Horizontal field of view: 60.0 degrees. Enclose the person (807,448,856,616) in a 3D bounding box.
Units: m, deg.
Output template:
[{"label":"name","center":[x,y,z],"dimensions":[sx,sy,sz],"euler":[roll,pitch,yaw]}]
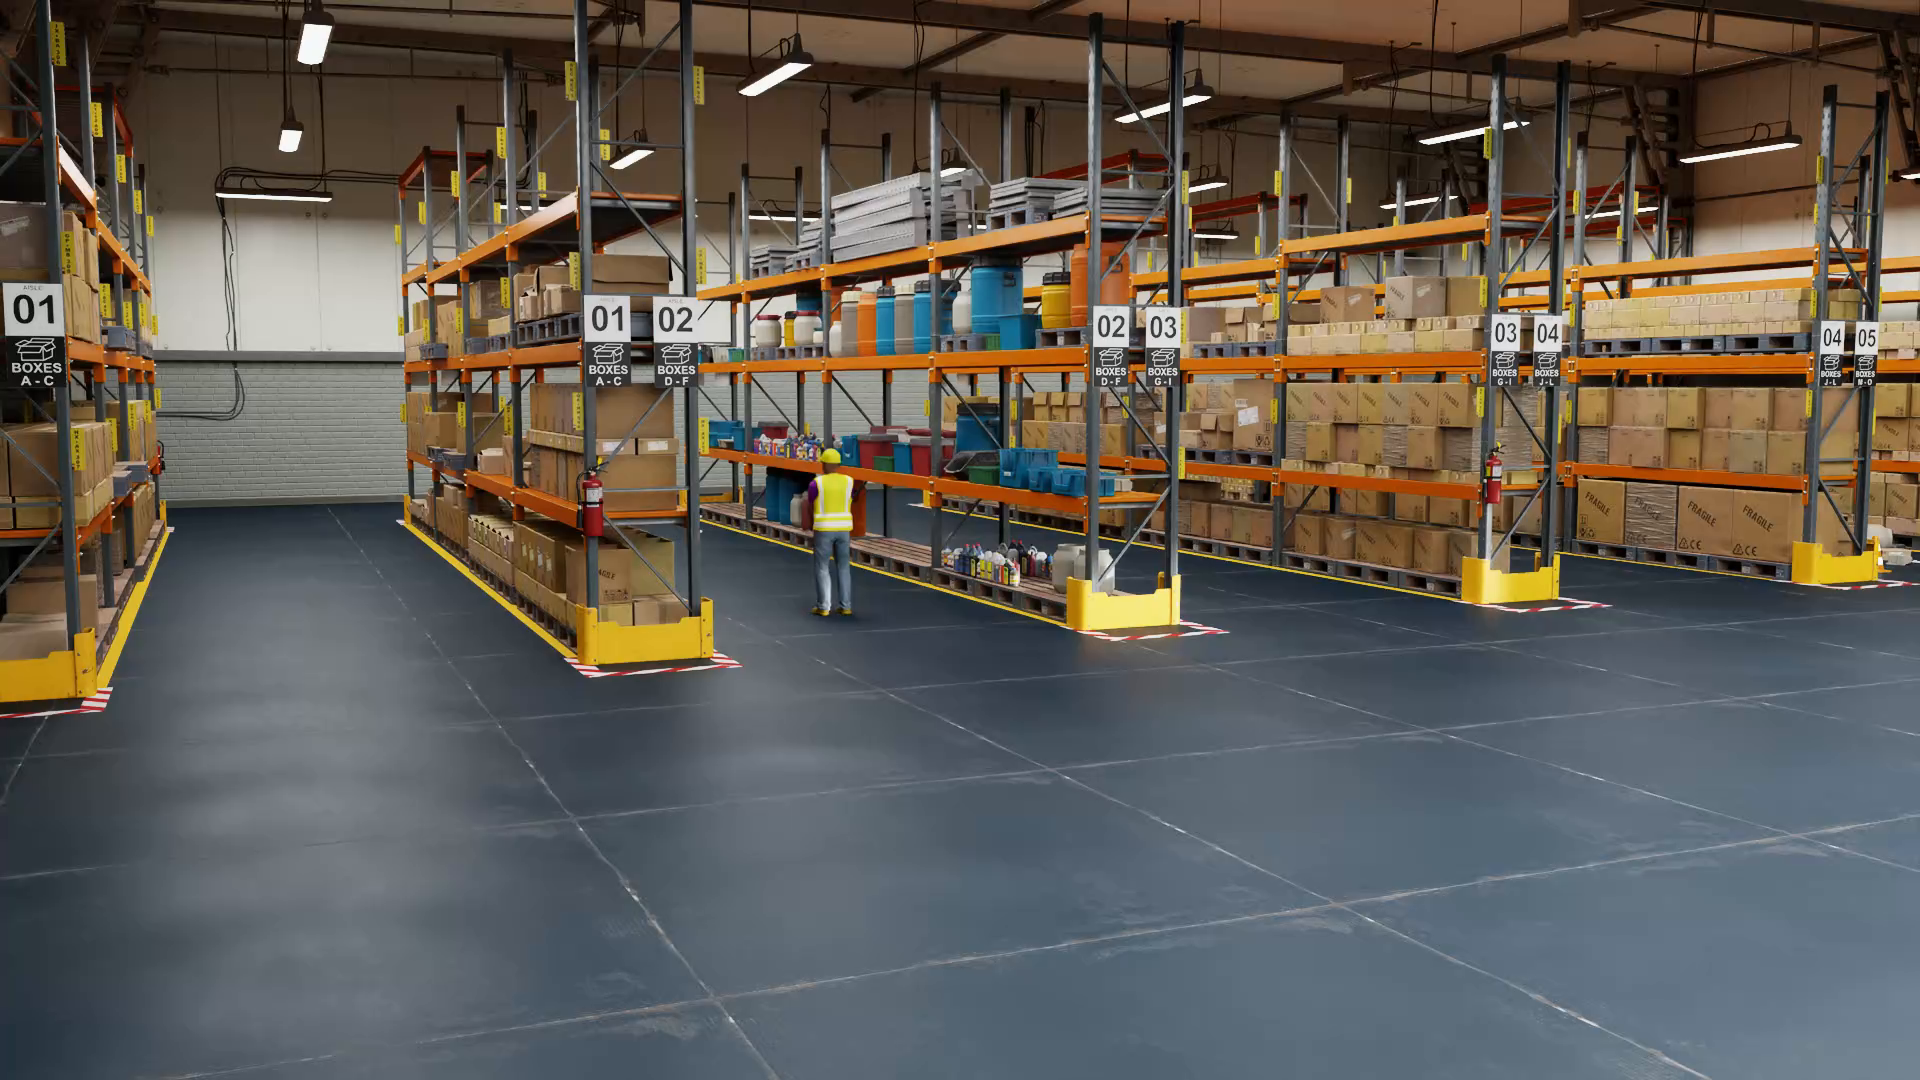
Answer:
[{"label":"person","center":[-1.402,-0.098,17.691],"dimensions":[0.505,1.762,0.571],"euler":[-2,6,-23]}]
